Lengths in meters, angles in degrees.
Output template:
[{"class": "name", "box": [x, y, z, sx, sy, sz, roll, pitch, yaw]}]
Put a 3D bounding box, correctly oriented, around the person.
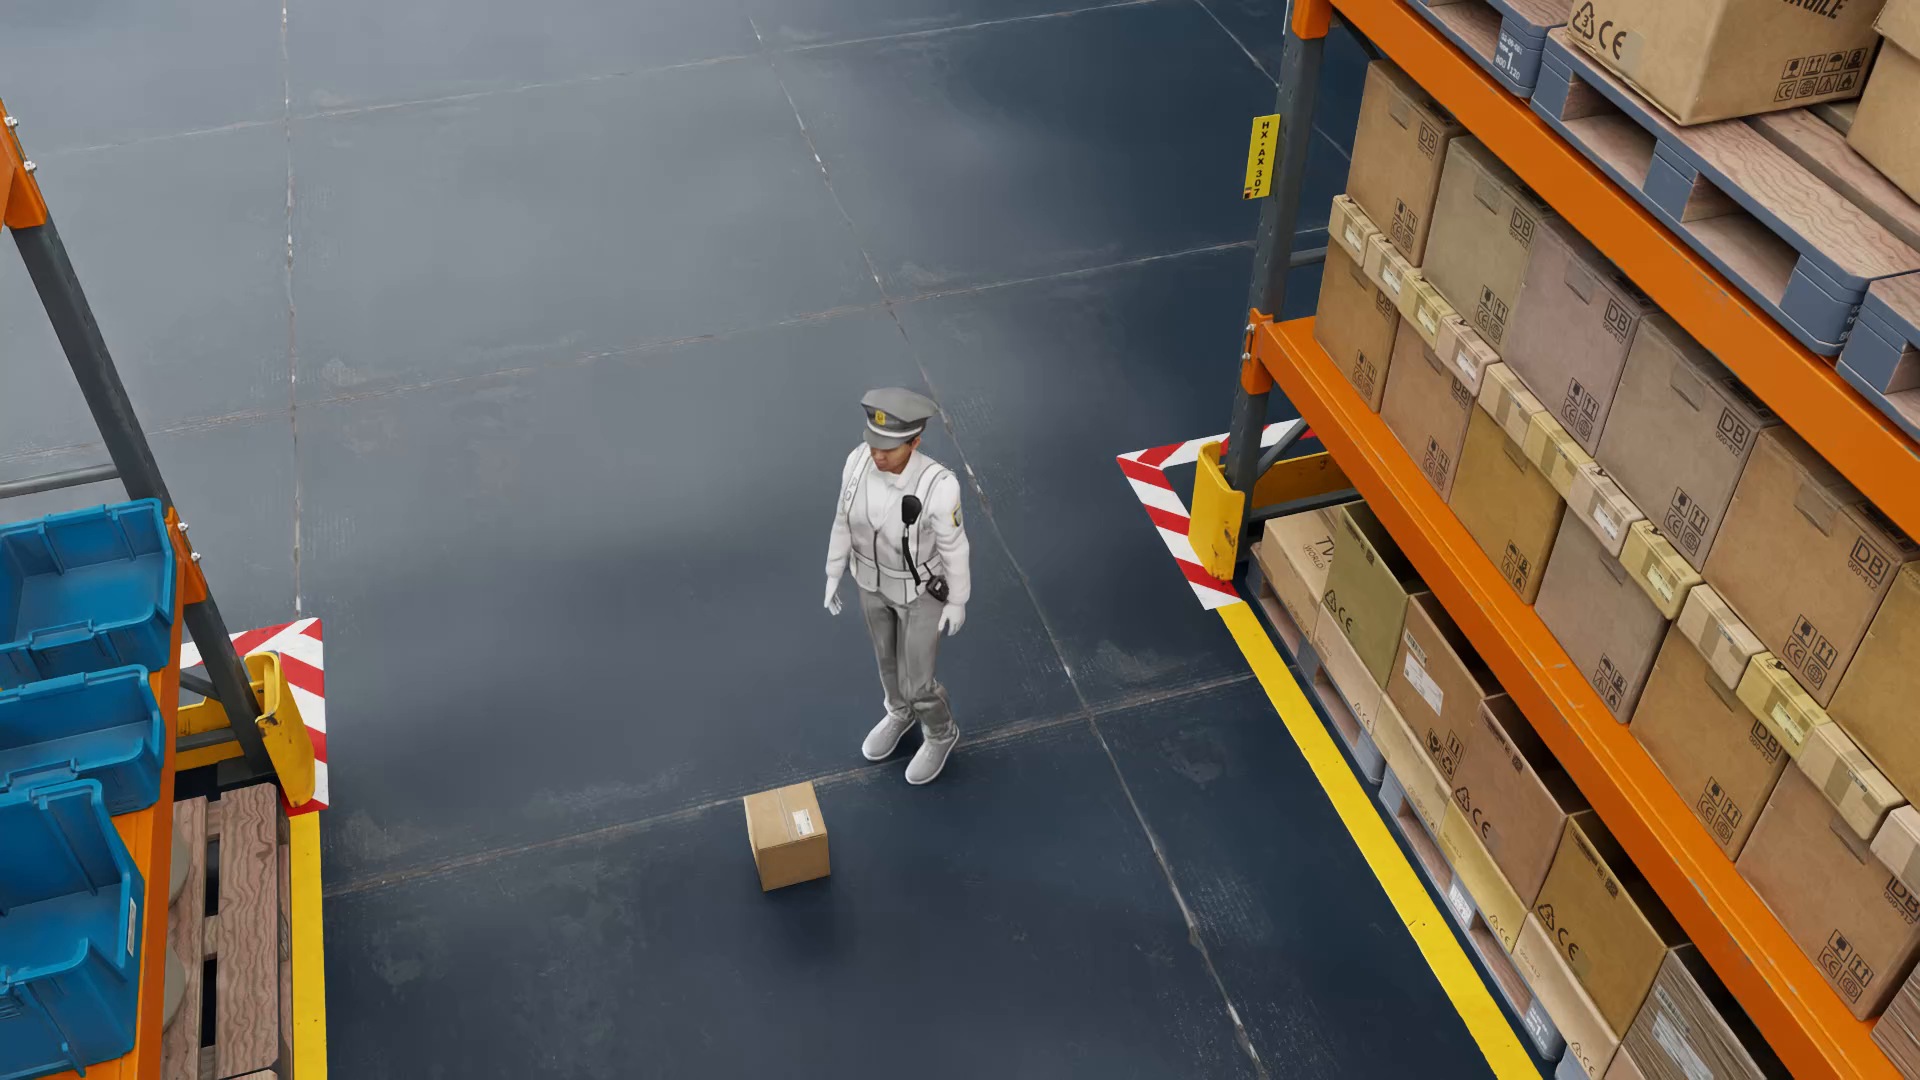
[{"class": "person", "box": [-0.226, 0.168, 5.950, 0.511, 1.692, 0.353, 24, 48, 24]}]
